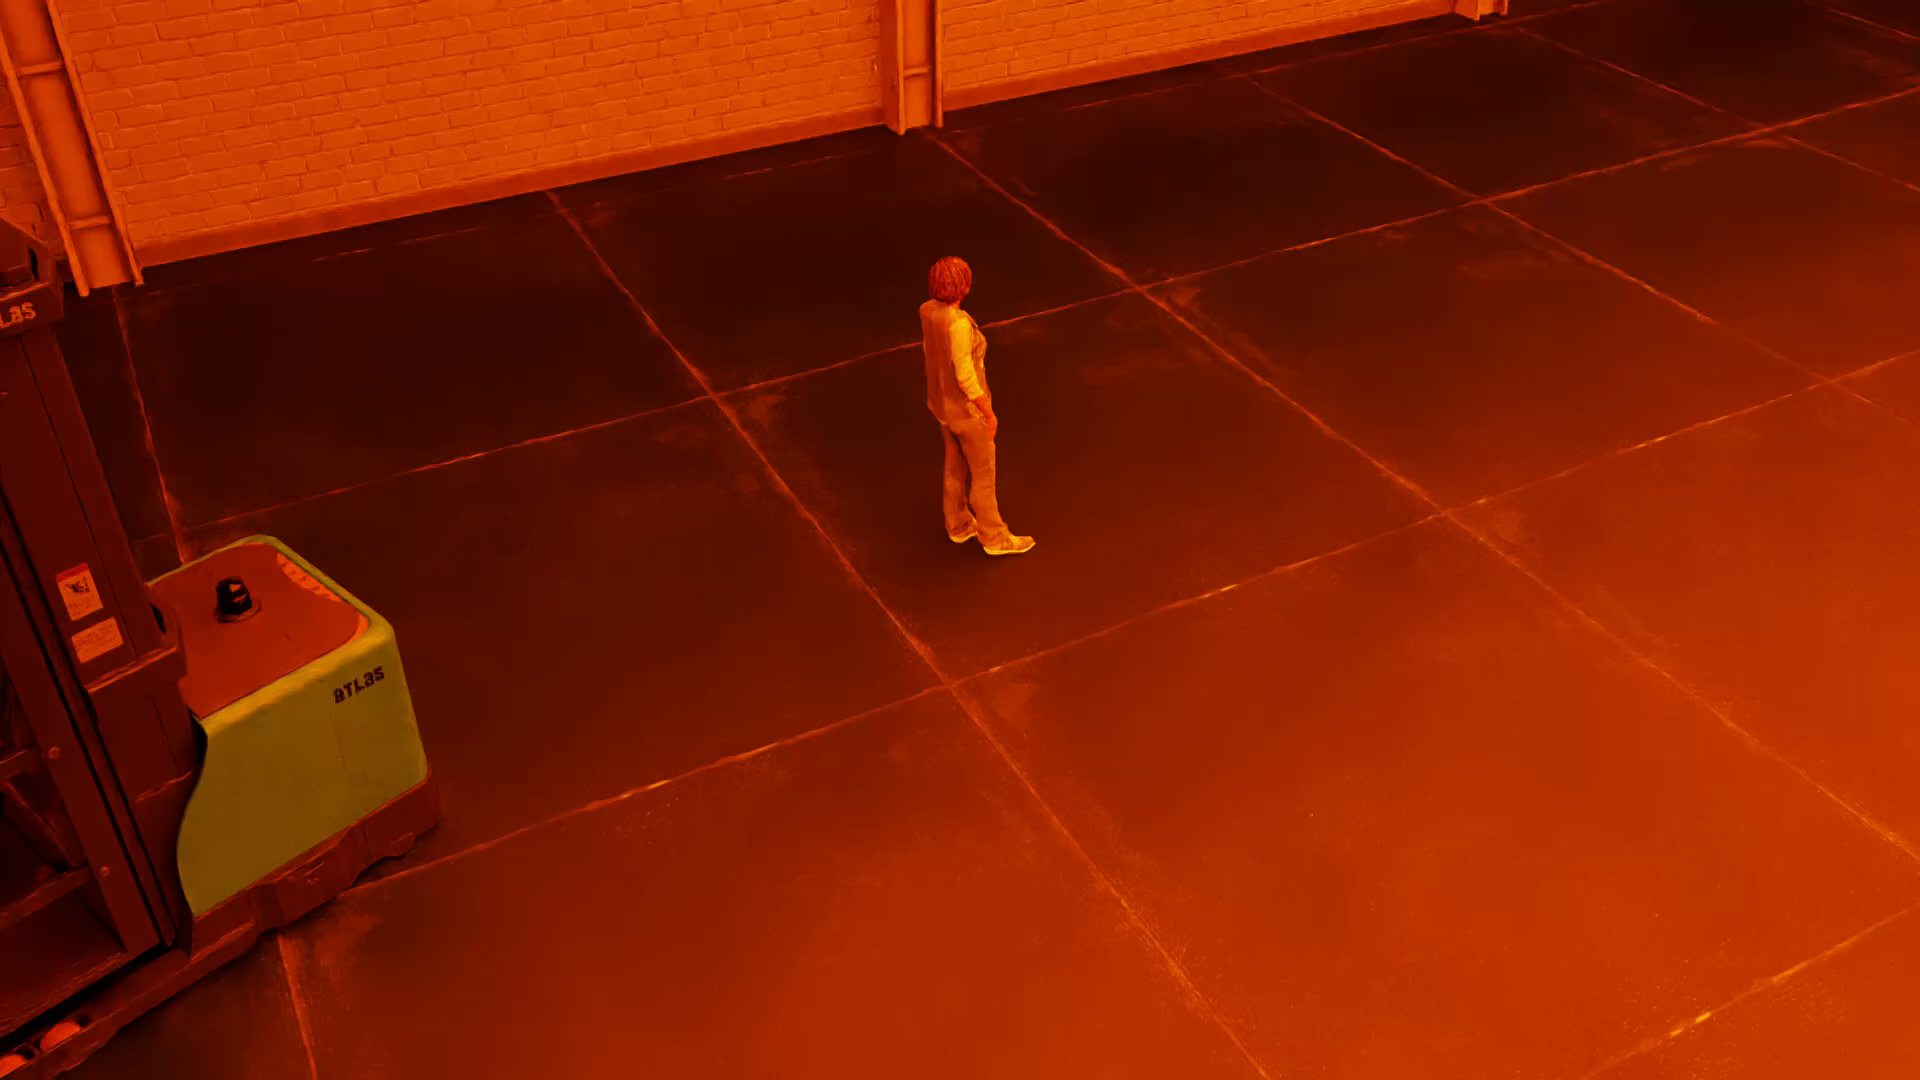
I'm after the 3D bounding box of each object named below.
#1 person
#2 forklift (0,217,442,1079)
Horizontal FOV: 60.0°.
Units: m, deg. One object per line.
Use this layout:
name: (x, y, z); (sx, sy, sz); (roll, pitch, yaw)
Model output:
person: (0.072, -0.671, 8.216); (0.474, 1.597, 0.521); (-17, 39, -23)
forklift: (-3.514, 0.452, 5.484); (1.130, 2.935, 3.031); (27, 44, 33)
